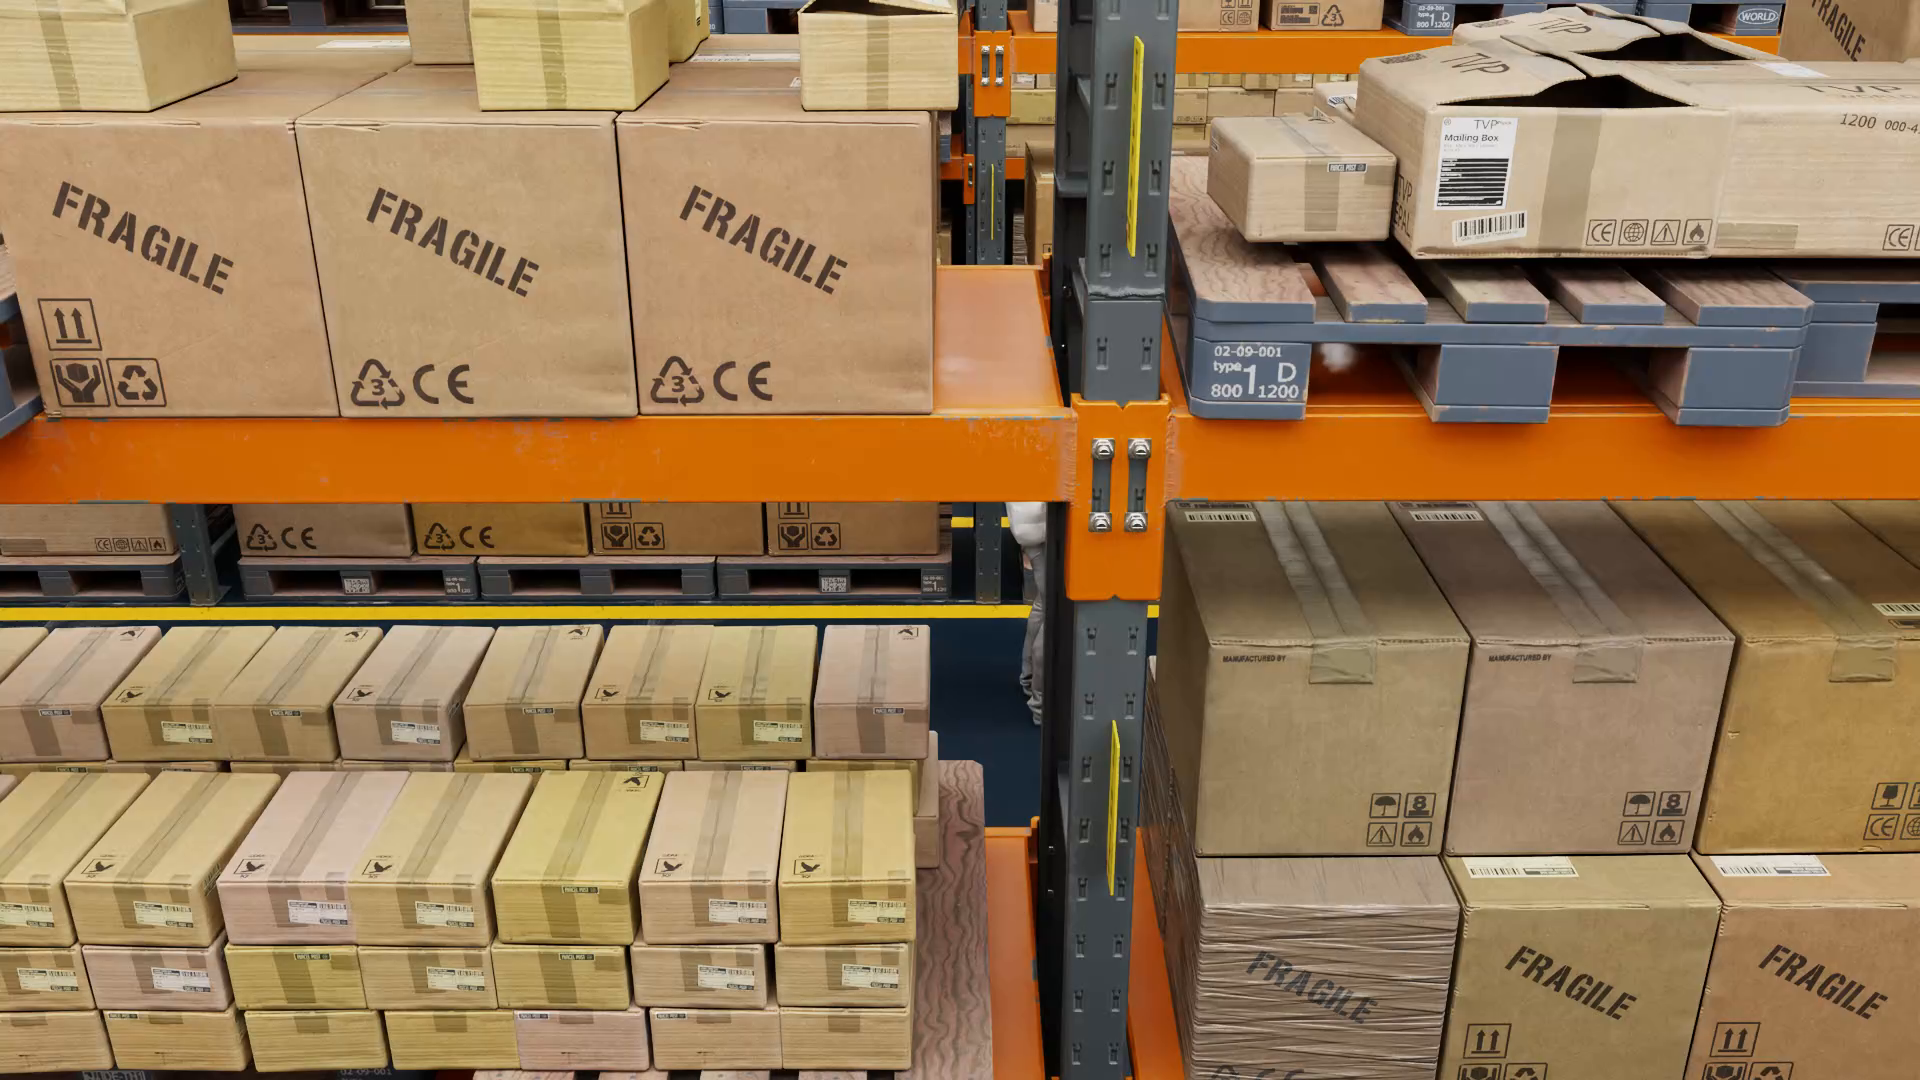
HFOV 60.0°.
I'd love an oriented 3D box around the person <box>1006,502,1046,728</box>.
[{"bbox_3d":[0.430,-0.062,7.220,0.456,1.760,0.637,-2,24,-5],"label":"person"}]
